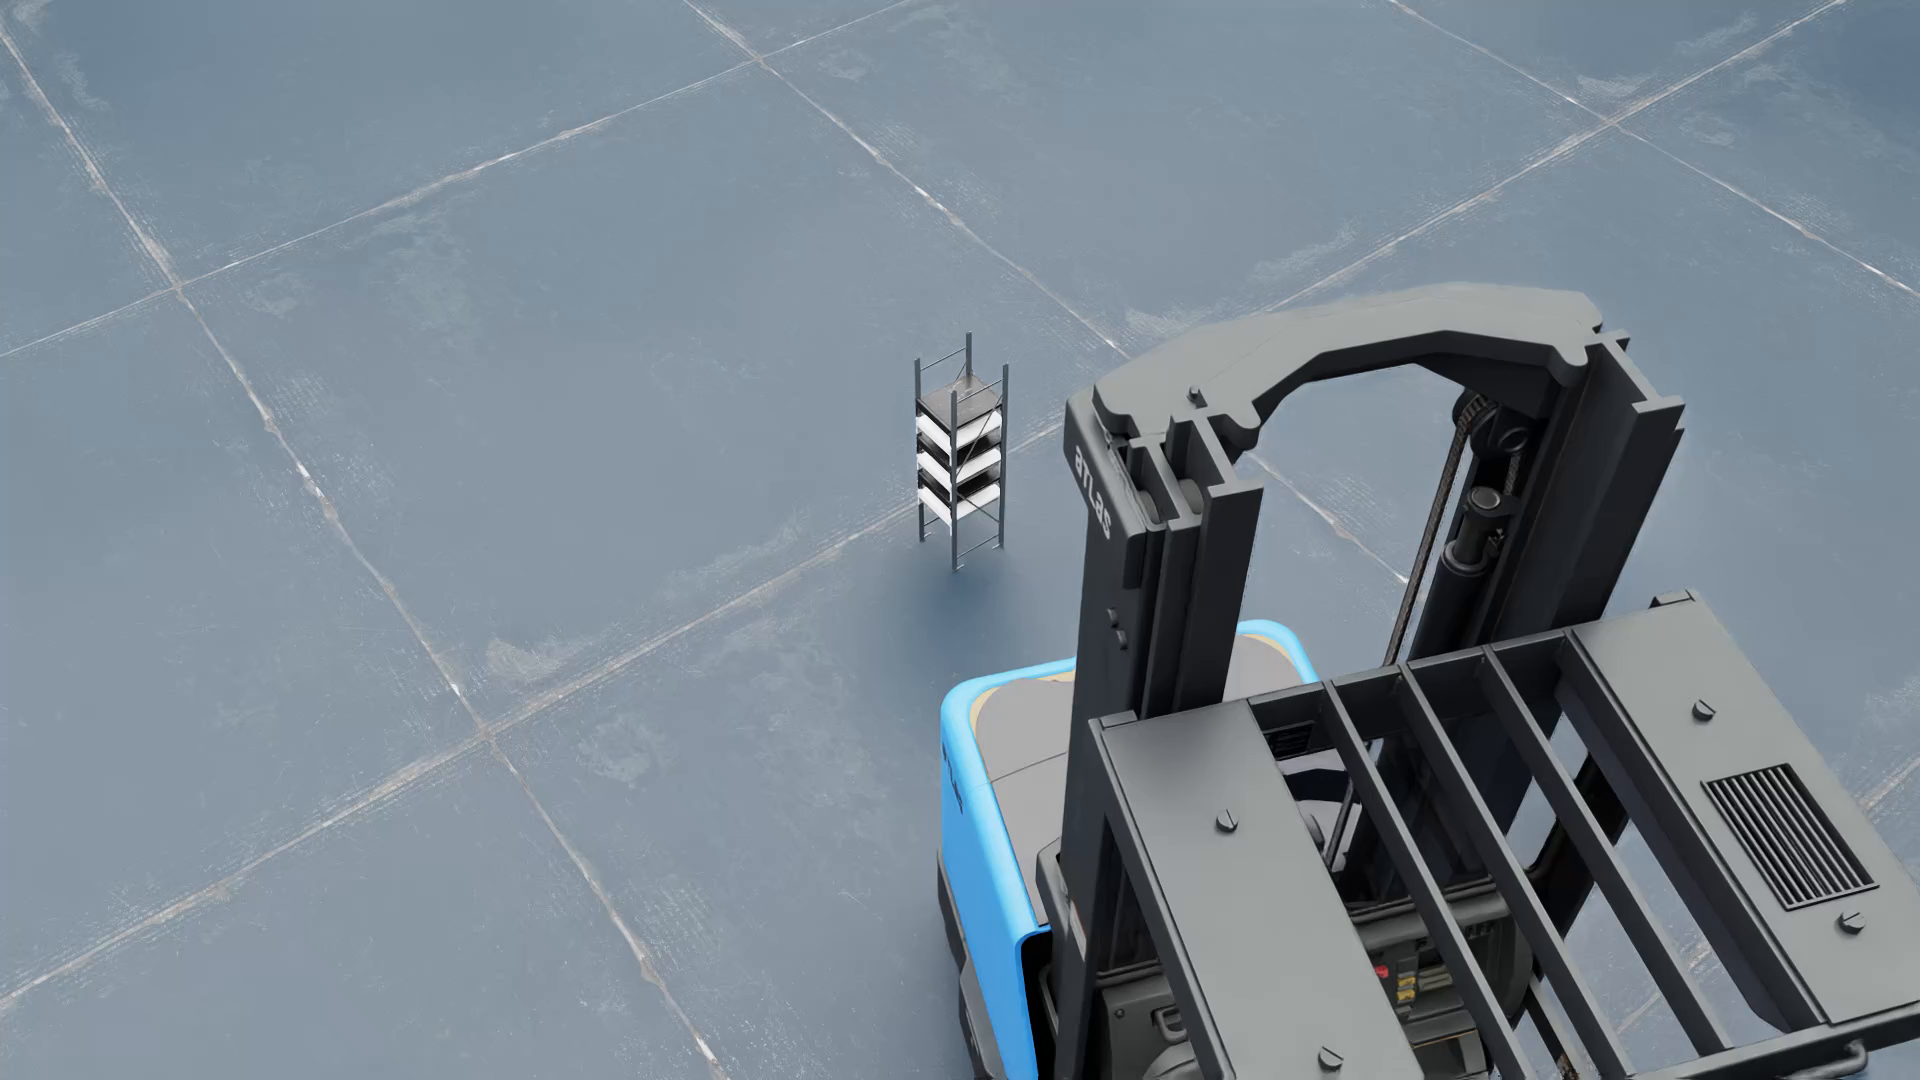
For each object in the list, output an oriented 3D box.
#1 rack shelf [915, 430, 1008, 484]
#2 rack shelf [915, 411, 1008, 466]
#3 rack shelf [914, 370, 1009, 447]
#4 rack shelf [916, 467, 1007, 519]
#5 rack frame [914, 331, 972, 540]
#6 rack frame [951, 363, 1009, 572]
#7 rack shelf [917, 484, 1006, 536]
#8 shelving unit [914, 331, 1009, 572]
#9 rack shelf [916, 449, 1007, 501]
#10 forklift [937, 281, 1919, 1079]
[{"bbox_3d":[0.005,-0.336,5.870,0.258,0.077,0.200,-29,54,-24],"label":"rack shelf"},{"bbox_3d":[0.005,-0.396,5.804,0.258,0.077,0.200,-29,54,-24],"label":"rack shelf"},{"bbox_3d":[0.005,-0.456,5.737,0.258,0.077,0.200,-29,54,-24],"label":"rack shelf"},{"bbox_3d":[0.005,-0.215,6.004,0.258,0.077,0.200,-29,54,-24],"label":"rack shelf"},{"bbox_3d":[-0.057,-0.357,5.967,0.240,0.900,0.006,-29,54,-24],"label":"rack frame"},{"bbox_3d":[0.066,-0.237,5.858,0.240,0.900,0.006,-29,54,-24],"label":"rack frame"},{"bbox_3d":[0.005,-0.154,6.070,0.258,0.077,0.200,-29,54,-24],"label":"rack shelf"},{"bbox_3d":[0.005,-0.297,5.912,0.258,0.900,0.210,-29,54,-24],"label":"shelving unit"},{"bbox_3d":[0.005,-0.275,5.937,0.258,0.077,0.200,-29,54,-24],"label":"rack shelf"},{"bbox_3d":[0.804,1.091,3.283,1.130,2.935,3.031,-11,49,-10],"label":"forklift"}]
